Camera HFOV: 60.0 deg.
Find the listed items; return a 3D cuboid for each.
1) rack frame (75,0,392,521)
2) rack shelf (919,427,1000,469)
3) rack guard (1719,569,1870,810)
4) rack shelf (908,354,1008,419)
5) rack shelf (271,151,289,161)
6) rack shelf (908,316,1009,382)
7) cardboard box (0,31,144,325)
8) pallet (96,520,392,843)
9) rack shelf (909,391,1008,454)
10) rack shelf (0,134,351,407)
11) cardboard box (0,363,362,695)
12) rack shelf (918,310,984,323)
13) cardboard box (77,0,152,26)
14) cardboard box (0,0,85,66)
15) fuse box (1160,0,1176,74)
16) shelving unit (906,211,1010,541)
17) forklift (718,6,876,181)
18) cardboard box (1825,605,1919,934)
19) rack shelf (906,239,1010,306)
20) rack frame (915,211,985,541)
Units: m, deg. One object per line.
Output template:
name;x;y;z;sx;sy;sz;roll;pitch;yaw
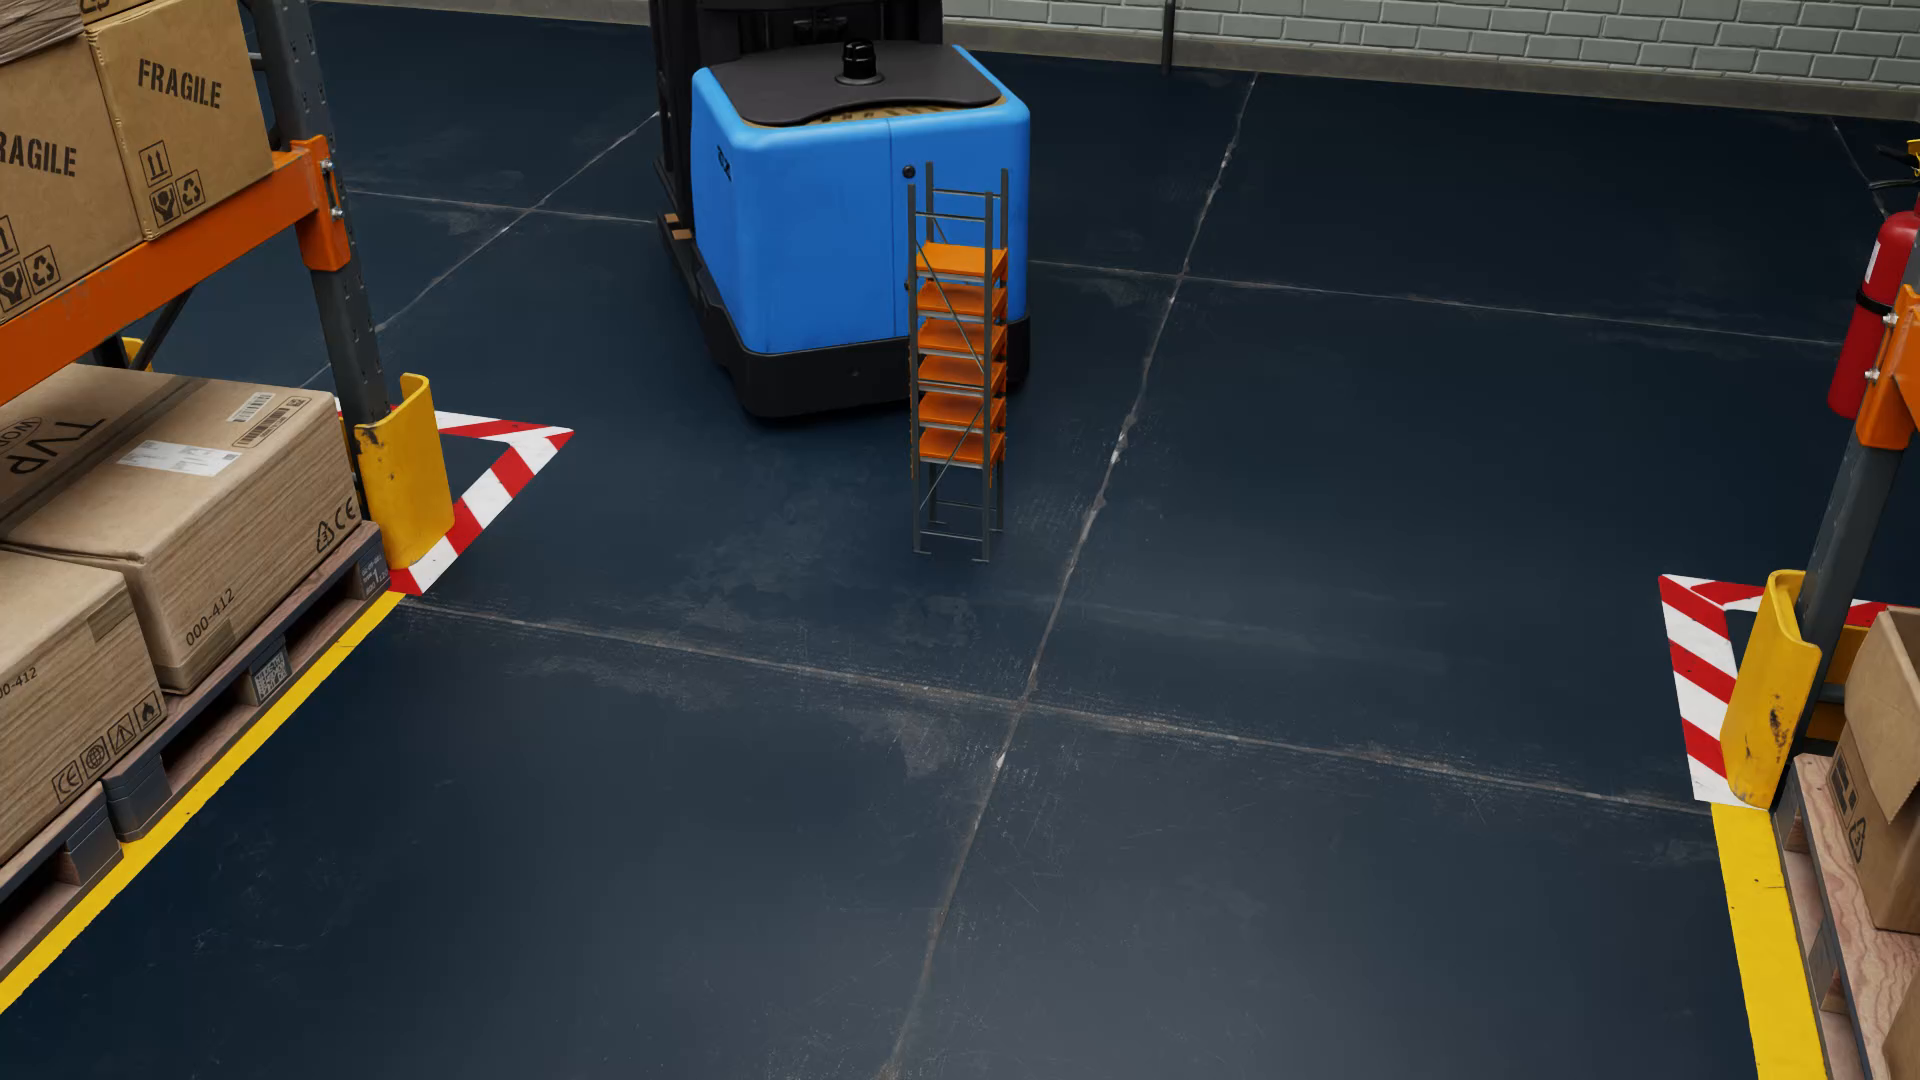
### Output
rack frame;-2.221;-1.322;4.533;1.000;3.000;0.127;8;33;12
rack shelf;-0.004;-0.282;5.054;0.221;0.034;0.171;8;33;12
rack guard;2.562;0.446;4.082;1.175;0.500;0.348;8;33;12
rack shelf;-0.004;-0.461;4.940;0.258;0.103;0.180;8;33;12
rack shelf;-5.135;-2.371;2.261;5.869;4.714;3.910;8;33;12
rack shelf;-0.004;-0.563;4.876;0.258;0.103;0.180;8;33;12
cardboard box;-2.229;-0.819;3.650;0.500;0.500;0.500;7;33;11
pallet;-2.348;0.280;4.612;1.003;0.211;1.213;8;33;12
rack shelf;-0.004;-0.360;5.005;0.258;0.103;0.180;8;33;12
rack shelf;-2.729;0.020;3.094;1.077;0.370;4.000;8;33;12
cardboard box;-2.292;-0.062;4.548;0.875;0.438;0.875;7;33;11
rack shelf;-0.004;-0.681;4.801;0.199;0.020;0.166;8;33;12
cardboard box;-2.113;-1.503;3.794;0.500;0.500;0.500;9;34;14
cardboard box;-2.217;-1.228;3.361;0.500;0.500;0.500;8;33;13
fuse box;1.182;-3.346;8.918;0.539;1.711;0.414;8;33;12
shelving unit;-0.004;-0.498;4.915;0.258;1.046;0.183;8;33;12
forklift;-15.379;-4.752;4.337;29.450;9.000;10.785;-10;34;-15
cardboard box;2.334;0.533;3.552;0.797;0.503;0.637;7;33;10
rack shelf;-0.004;-0.765;4.747;0.258;0.103;0.180;8;33;12
rack frame;-0.026;-0.451;4.841;0.228;1.046;0.002;8;33;12
